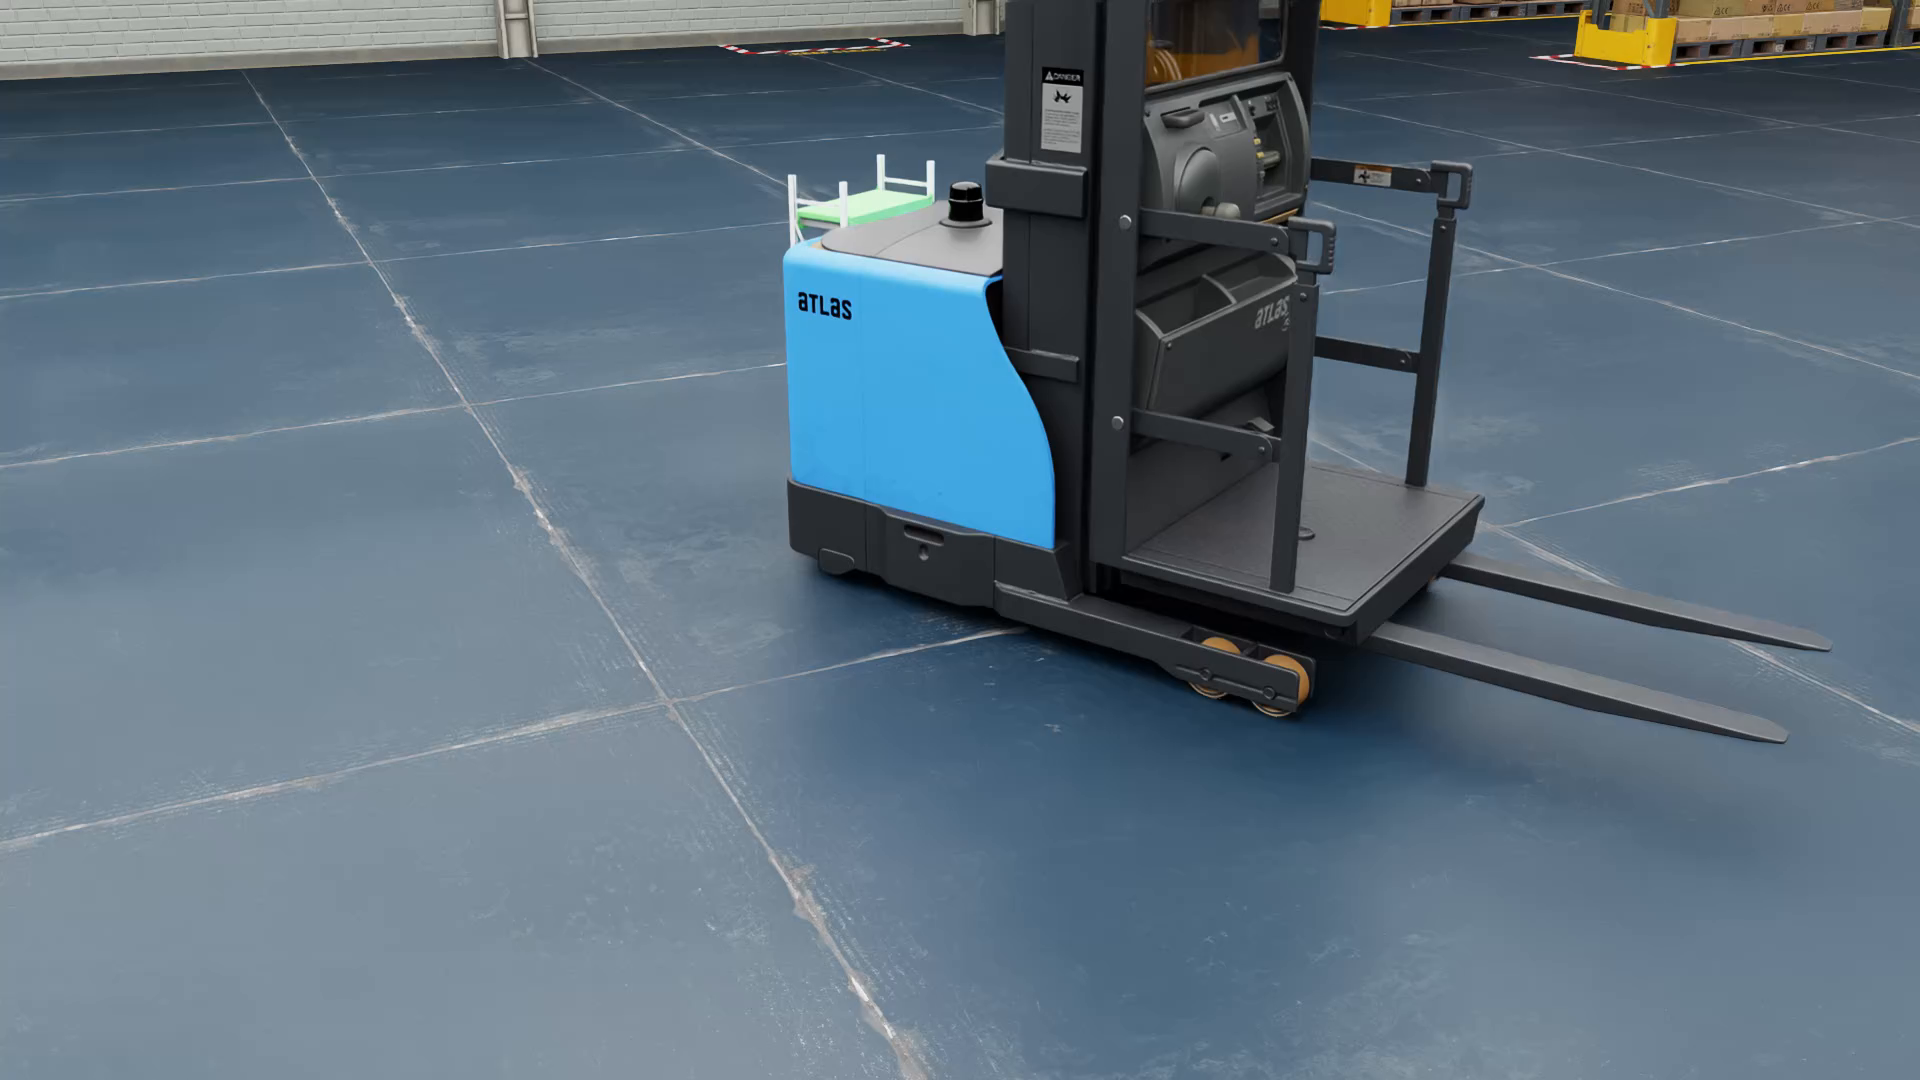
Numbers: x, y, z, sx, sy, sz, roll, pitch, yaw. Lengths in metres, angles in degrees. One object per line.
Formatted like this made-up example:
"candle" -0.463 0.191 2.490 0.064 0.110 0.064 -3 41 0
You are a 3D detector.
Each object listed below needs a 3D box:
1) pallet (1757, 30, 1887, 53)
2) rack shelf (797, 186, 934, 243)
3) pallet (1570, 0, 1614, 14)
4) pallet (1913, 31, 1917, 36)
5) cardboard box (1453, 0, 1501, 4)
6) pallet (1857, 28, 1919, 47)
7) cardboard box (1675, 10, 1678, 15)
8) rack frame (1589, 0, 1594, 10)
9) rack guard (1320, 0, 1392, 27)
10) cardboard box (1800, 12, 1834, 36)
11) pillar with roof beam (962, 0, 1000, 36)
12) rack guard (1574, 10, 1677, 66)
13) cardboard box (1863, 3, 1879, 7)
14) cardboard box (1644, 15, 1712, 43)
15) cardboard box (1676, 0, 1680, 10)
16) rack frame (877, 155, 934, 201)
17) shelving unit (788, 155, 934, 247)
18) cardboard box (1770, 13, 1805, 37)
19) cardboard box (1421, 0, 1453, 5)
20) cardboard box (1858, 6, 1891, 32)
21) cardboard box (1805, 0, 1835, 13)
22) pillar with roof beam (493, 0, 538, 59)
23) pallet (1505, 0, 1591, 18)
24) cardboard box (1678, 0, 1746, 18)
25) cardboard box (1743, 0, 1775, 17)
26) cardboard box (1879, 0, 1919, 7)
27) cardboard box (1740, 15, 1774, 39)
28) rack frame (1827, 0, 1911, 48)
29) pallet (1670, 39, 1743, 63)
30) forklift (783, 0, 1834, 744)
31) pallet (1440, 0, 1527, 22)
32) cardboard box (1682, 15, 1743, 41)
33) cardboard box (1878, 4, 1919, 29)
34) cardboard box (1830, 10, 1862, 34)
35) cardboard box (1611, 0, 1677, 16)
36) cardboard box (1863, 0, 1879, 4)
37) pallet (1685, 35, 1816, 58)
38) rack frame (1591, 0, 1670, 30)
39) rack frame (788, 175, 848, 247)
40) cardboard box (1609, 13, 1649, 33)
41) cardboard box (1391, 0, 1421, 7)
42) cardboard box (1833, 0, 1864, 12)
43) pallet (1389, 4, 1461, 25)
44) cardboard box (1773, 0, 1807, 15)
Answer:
"pallet" 10.445 -6.135 20.294 1.213 0.211 1.003 -10 25 -24
"rack shelf" -0.332 -1.101 5.754 0.258 0.148 0.480 15 27 32
"pallet" 9.729 -8.088 25.014 1.213 0.211 1.003 -10 25 -24
"pallet" 12.928 -6.592 21.398 1.213 0.211 1.003 -10 25 -24
"cardboard box" 7.283 -7.915 23.641 0.500 0.500 0.700 -12 25 -27
"pallet" 11.827 -6.388 20.905 1.213 0.211 1.003 -10 25 -24
"cardboard box" 8.376 -6.078 19.558 0.500 0.250 0.500 -10 25 -24
"rack frame" 9.028 -9.247 24.167 0.127 3.000 1.000 -10 25 -24
"rack guard" 5.493 -7.441 23.073 0.348 0.500 1.175 -10 25 -24
"cardboard box" 9.958 -6.144 19.717 0.500 0.250 0.500 -10 25 -24
"pillar with roof beam" 2.140 -9.291 16.429 0.400 9.000 9.100 -10 25 -24
"rack guard" 7.554 -5.718 18.910 0.348 0.500 1.175 -10 25 -24
"cardboard box" 11.428 -6.633 20.897 0.500 0.250 0.500 -11 25 -24
"cardboard box" 8.156 -5.813 18.917 0.500 0.250 0.500 -10 25 -24
"cardboard box" 8.825 -6.509 19.619 0.500 0.500 0.500 -10 25 -24
"rack frame" -0.192 -0.793 6.098 0.240 1.200 0.015 15 27 32
"shelving unit" -0.332 -0.717 5.913 0.258 1.200 0.503 15 27 32
"cardboard box" 9.508 -6.061 19.516 0.500 0.250 0.500 -10 25 -24
"cardboard box" 6.600 -7.723 23.425 0.500 0.311 0.500 -8 24 -19
"cardboard box" 10.857 -6.312 20.122 0.500 0.250 0.500 -10 25 -24
"cardboard box" 9.953 -6.495 19.585 0.500 0.500 0.500 -10 25 -24
"pillar with roof beam" -3.266 -8.295 14.025 0.400 9.000 9.100 -10 25 -24
"pallet" 8.439 -7.835 24.402 1.213 0.211 1.003 -10 25 -24
"cardboard box" 8.605 -6.243 18.975 0.500 0.500 0.500 -10 25 -24
"cardboard box" 9.050 -6.330 19.186 0.500 0.500 0.500 -10 25 -24
"cardboard box" 11.661 -6.706 20.341 0.500 0.311 0.500 -10 25 -23
"cardboard box" 9.055 -5.980 19.320 0.500 0.250 0.500 -10 25 -24
"rack frame" 11.180 -7.540 20.044 0.127 3.000 1.000 -10 25 -24
"pallet" 8.247 -5.730 19.316 1.213 0.211 1.003 -10 25 -24
"forklift" 0.933 -1.099 4.572 3.031 2.935 1.130 15 27 32
"pallet" 7.338 -7.631 23.909 1.213 0.211 1.003 -10 25 -24
"cardboard box" 8.605 -5.897 19.120 0.500 0.250 0.500 -10 25 -24
"cardboard box" 11.651 -6.446 20.445 0.500 0.250 0.500 -11 25 -25
"cardboard box" 10.402 -6.232 19.930 0.500 0.250 0.500 -10 25 -24
"cardboard box" 7.930 -6.338 19.206 0.500 0.500 0.500 -10 25 -24
"cardboard box" 11.421 -6.889 20.784 0.500 0.311 0.500 -10 25 -24
"pallet" 9.345 -5.931 19.801 1.213 0.211 1.003 -10 25 -24
"rack frame" 7.576 -6.877 18.441 0.127 3.000 1.000 -10 25 -24
"rack frame" -0.472 -0.641 5.728 0.240 1.200 0.015 15 27 32
"cardboard box" 7.931 -5.991 19.348 0.500 0.250 0.500 -10 25 -24
"cardboard box" 6.087 -7.628 23.197 0.500 0.311 0.500 -14 26 -30
"cardboard box" 10.401 -6.579 19.788 0.500 0.500 0.500 -10 25 -24
"pallet" 6.240 -7.430 23.424 1.213 0.211 1.003 -10 25 -24
"cardboard box" 9.508 -6.407 19.372 0.500 0.500 0.500 -10 25 -24
